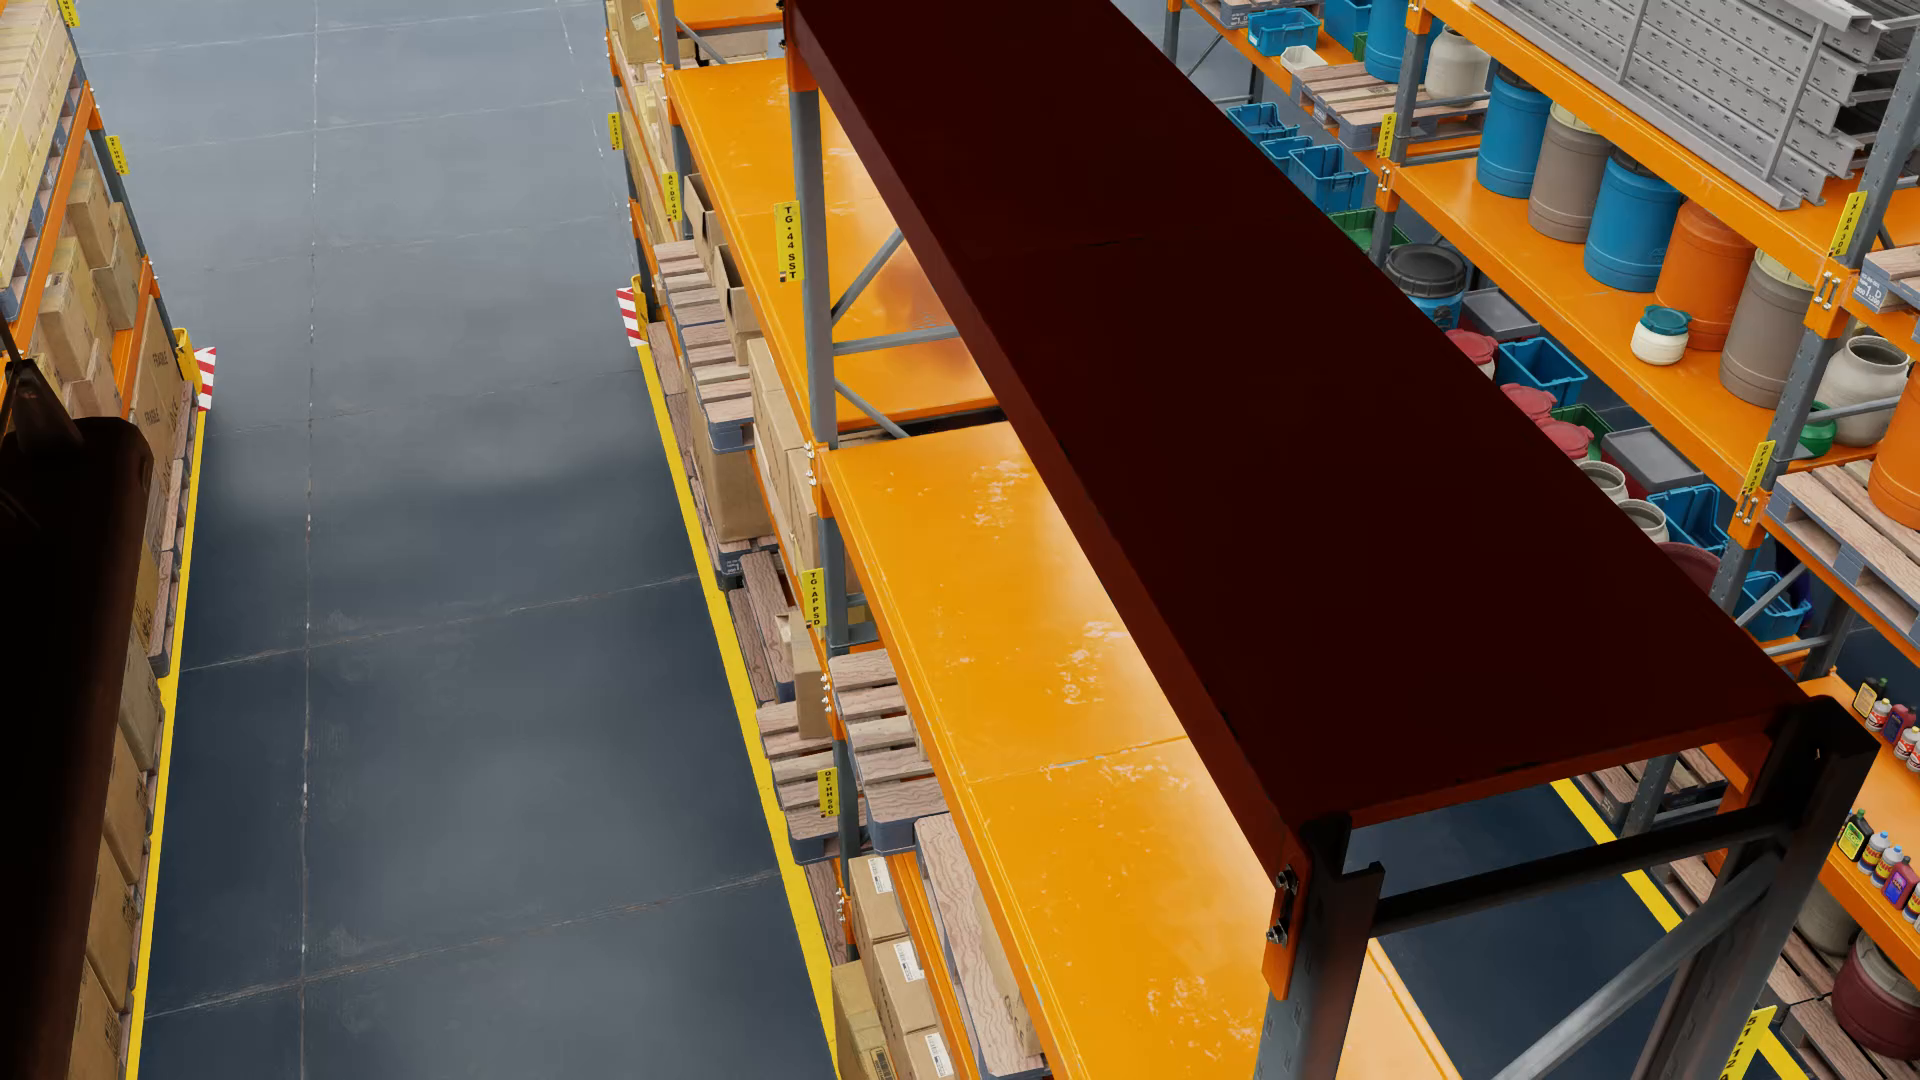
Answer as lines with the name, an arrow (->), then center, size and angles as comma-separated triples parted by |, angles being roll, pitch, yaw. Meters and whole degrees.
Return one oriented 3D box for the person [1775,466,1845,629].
person -> 5.961, -0.140, 11.708 | 0.581, 1.693, 0.721 | -15, 41, -19
